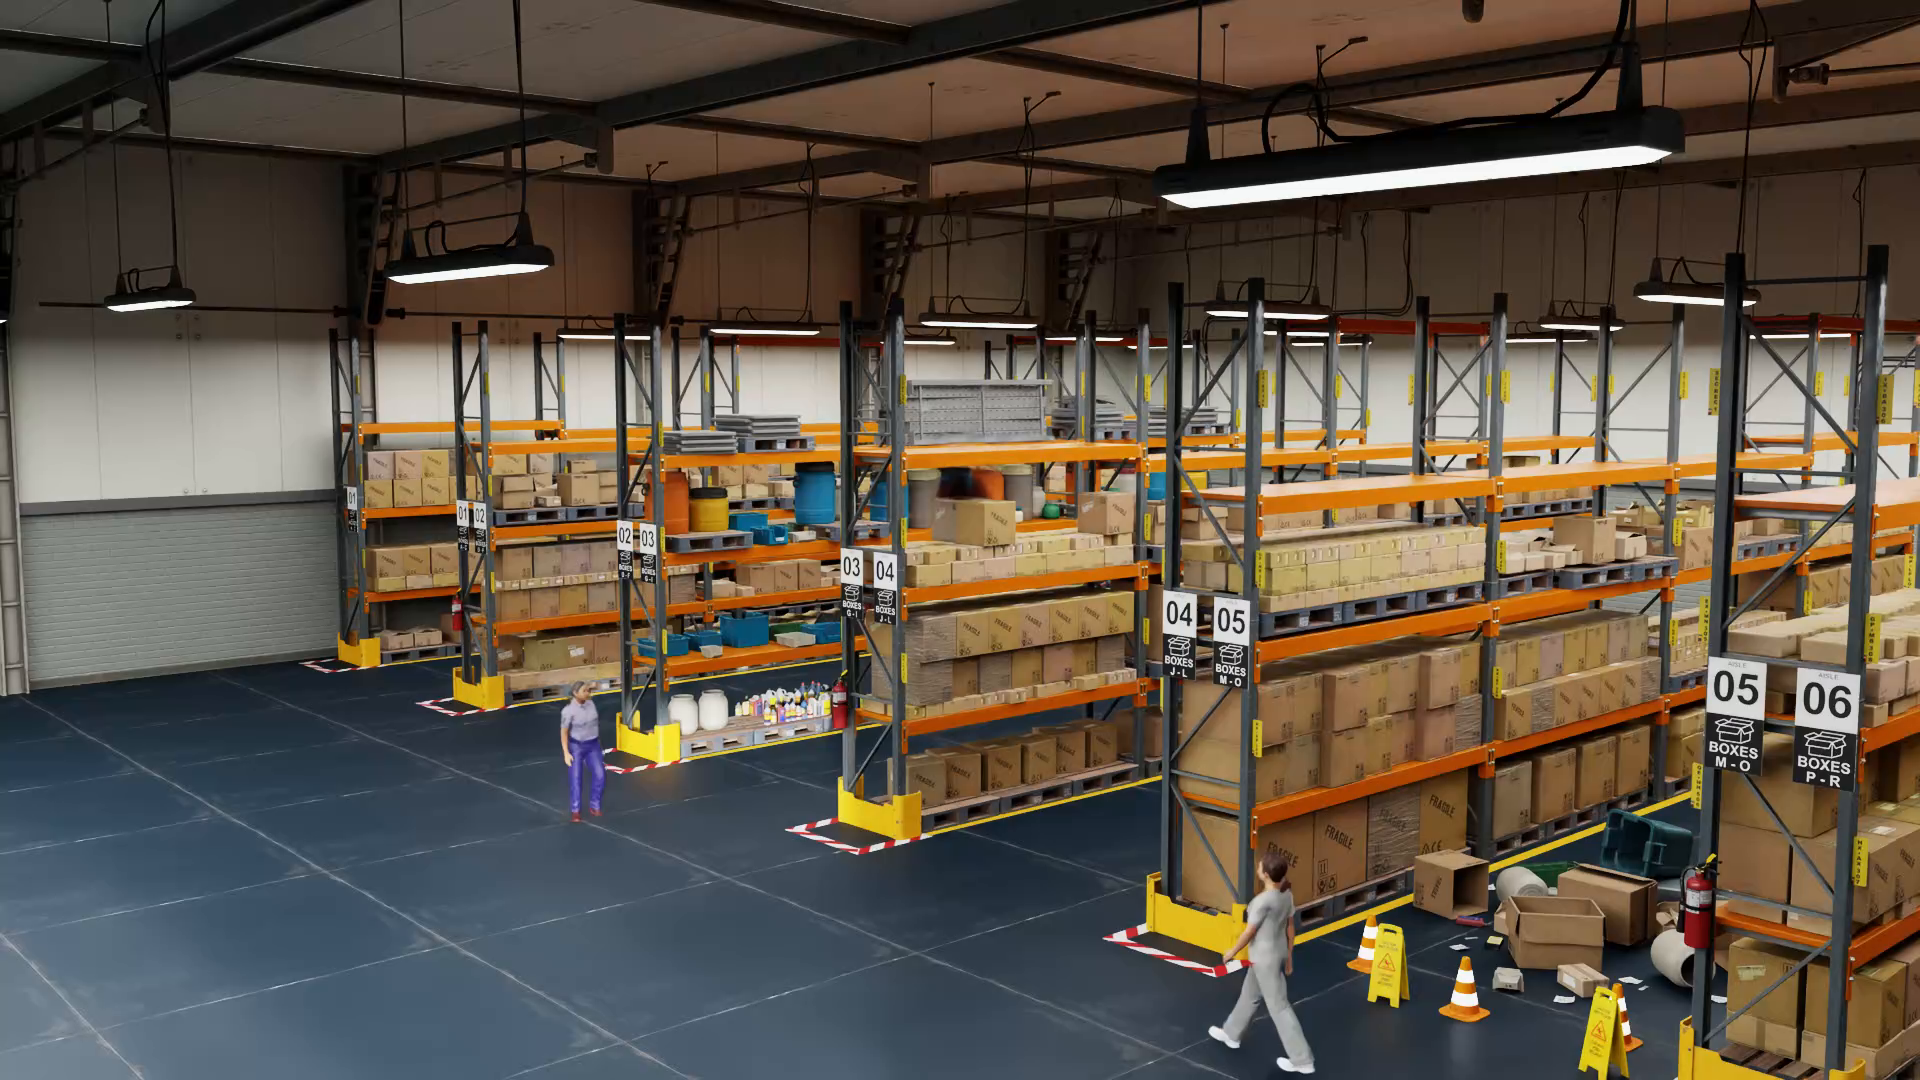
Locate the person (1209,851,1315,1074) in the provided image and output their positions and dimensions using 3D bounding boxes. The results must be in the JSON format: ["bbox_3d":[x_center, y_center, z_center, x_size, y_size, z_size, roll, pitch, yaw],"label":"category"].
[{"bbox_3d":[2.226,3.107,12.437,0.968,1.621,0.455,4,7,36],"label":"person"}]

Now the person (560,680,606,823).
[{"bbox_3d":[-4.408,2.479,19.398,0.560,1.717,0.374,-5,7,-41],"label":"person"}]
